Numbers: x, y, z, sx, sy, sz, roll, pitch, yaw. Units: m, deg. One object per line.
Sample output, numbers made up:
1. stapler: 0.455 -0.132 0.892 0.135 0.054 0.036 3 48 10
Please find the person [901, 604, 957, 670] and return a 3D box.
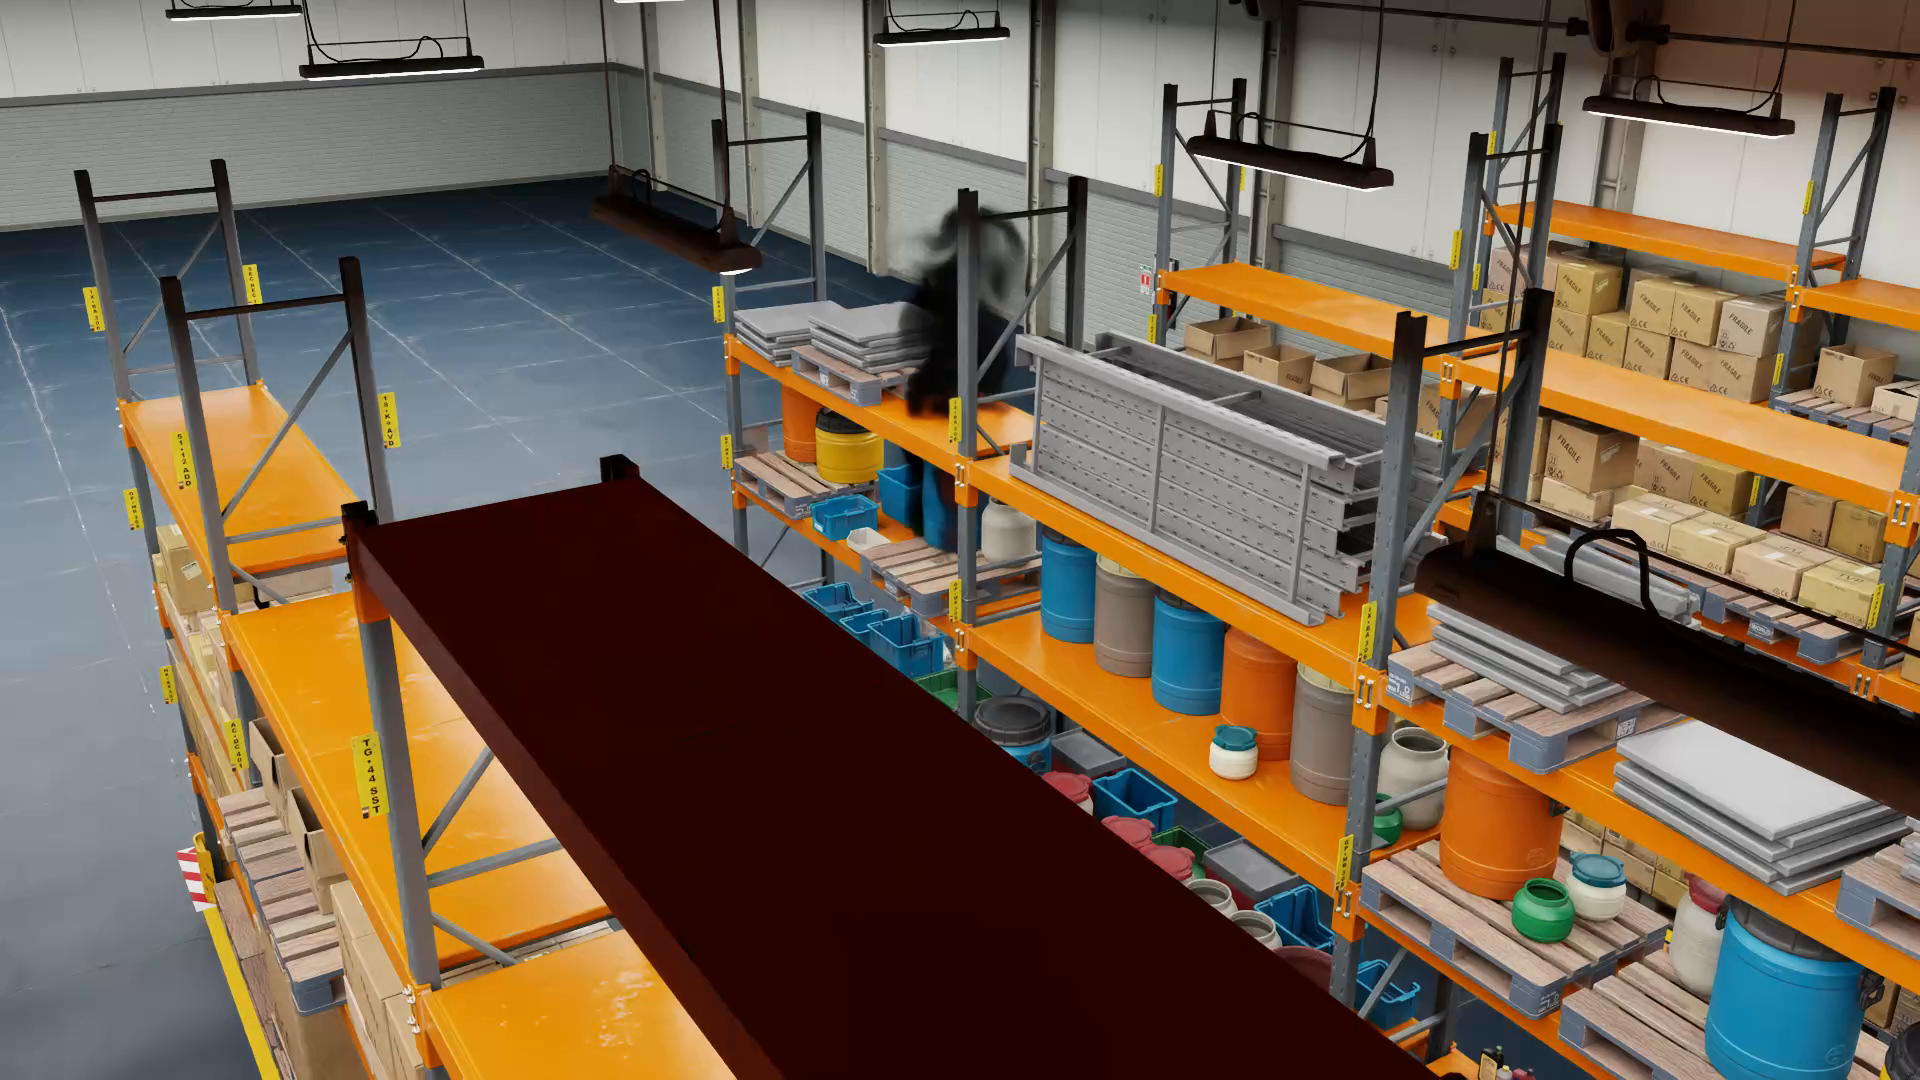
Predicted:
1. person: -0.399 0.728 17.188 0.841 1.841 0.682 11 24 26
